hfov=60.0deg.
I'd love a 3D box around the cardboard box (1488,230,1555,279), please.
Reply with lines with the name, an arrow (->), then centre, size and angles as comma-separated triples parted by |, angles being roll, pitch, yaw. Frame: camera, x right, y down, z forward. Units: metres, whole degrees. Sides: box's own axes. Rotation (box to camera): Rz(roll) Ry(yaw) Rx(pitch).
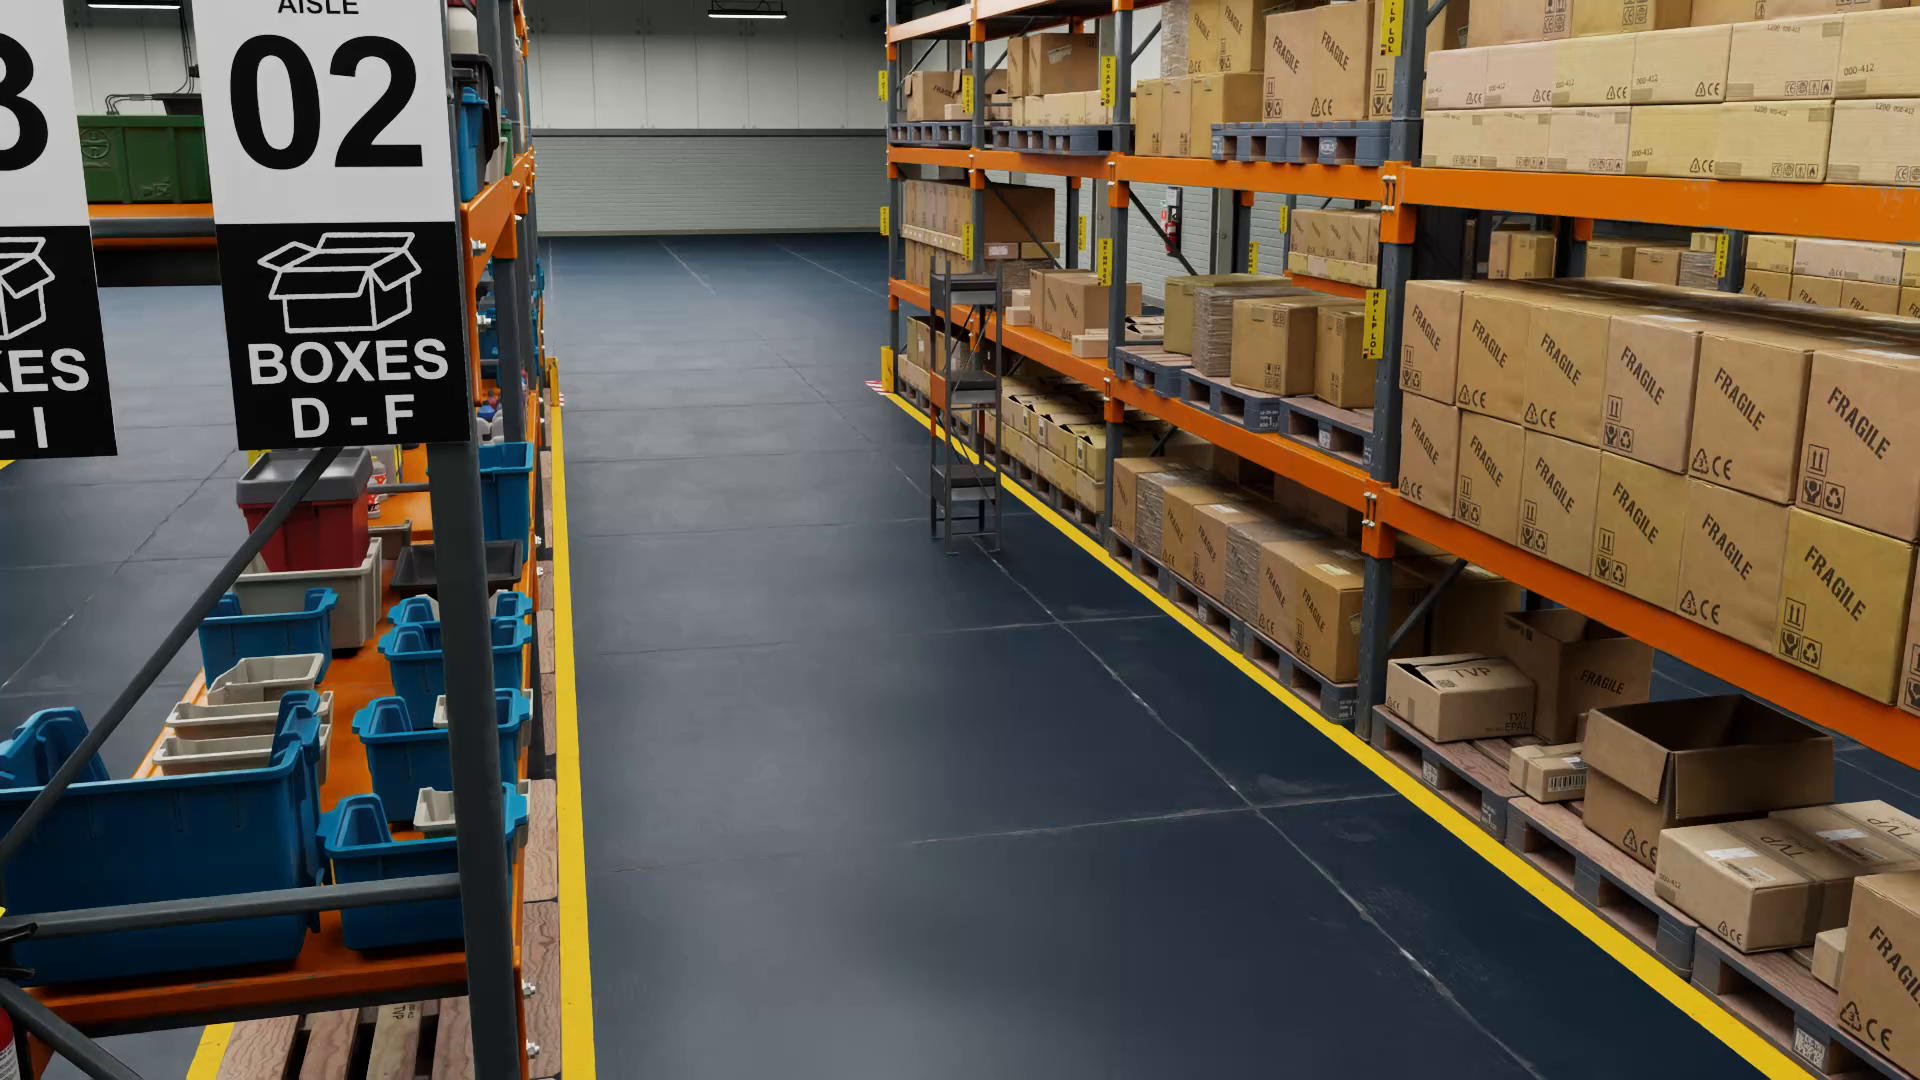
cardboard box -> 5.512, -2.752, 16.232 | 0.700, 0.500, 0.500 | -3, 14, -13

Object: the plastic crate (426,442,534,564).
plastic crate -> -1.884, -0.144, 6.602 | 0.392, 0.384, 0.575 | -3, 14, -13

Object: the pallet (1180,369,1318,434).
pallet -> 2.012, -0.867, 10.061 | 1.003, 0.211, 1.213 | -3, 14, -13

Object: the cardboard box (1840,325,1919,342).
cardboard box -> 3.339, -0.451, 5.634 | 0.500, 0.500, 0.500 | -3, 14, -12

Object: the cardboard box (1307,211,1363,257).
cardboard box -> 4.412, -3.591, 19.500 | 0.500, 0.500, 0.500 | -3, 14, -13

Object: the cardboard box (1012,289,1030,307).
cardboard box -> 0.769, -2.148, 15.214 | 0.500, 0.250, 0.500 | -2, 14, -10

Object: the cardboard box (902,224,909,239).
cardboard box -> -0.445, -3.516, 18.919 | 0.380, 0.149, 0.250 | -3, 14, -14

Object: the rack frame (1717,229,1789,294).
rack frame -> 6.365, -1.686, 13.007 | 1.000, 3.000, 0.127 | -3, 14, -13

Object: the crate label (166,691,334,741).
crate label -> -1.897, 0.502, 4.480 | 0.396, 0.136, 0.243 | -3, 14, -13

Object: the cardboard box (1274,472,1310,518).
cardboard box -> 2.260, -0.321, 10.182 | 0.500, 0.250, 0.500 | -4, 14, -14

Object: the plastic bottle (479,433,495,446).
plastic bottle -> -2.103, -0.296, 7.421 | 0.144, 0.351, 0.185 | -3, 14, -13

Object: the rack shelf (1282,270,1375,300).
rack shelf -> 4.956, -2.721, 18.758 | 1.077, 0.370, 4.000 | -3, 14, -13

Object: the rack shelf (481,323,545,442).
rack shelf -> -3.735, -1.246, 12.721 | 1.077, 0.370, 4.000 | -3, 14, -13

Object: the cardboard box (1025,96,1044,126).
cardboard box -> 0.878, -3.651, 14.161 | 0.500, 0.250, 0.500 | -5, 15, -19

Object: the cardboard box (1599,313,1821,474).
cardboard box -> 2.691, -0.539, 5.997 | 0.500, 0.500, 0.500 | -3, 14, -11

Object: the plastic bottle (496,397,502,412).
plastic bottle -> -2.415, -0.664, 8.929 | 0.144, 0.351, 0.185 | -3, 14, -13

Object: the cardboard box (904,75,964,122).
cardboard box -> -0.197, -4.901, 18.450 | 0.797, 0.503, 0.637 | -2, 14, -9

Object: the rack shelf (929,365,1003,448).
rack shelf -> 0.039, -0.969, 12.025 | 0.431, 0.518, 0.480 | -3, 14, -13

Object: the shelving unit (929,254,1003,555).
shelving unit -> 0.039, -0.982, 12.022 | 0.431, 2.100, 0.503 | -3, 14, -13

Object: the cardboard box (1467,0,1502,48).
cardboard box -> 2.641, -2.368, 7.160 | 0.700, 0.500, 0.500 | -3, 14, -13

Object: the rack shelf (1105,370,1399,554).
rack shelf -> 2.020, -0.598, 10.071 | 1.077, 0.370, 4.000 | -3, 14, -13

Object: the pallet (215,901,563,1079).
pallet -> -1.825, 1.593, 5.461 | 1.003, 0.211, 1.213 | -3, 14, -13

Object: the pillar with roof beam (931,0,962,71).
pillar with roof beam -> -4.330, -11.629, 41.066 | 9.100, 9.000, 0.548 | -3, 14, -13

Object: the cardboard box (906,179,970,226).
cardboard box -> -0.219, -3.813, 18.768 | 0.700, 0.500, 0.500 | -3, 14, -13

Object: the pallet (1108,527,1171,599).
pallet -> 1.689, 0.120, 11.491 | 1.003, 0.211, 1.213 | -3, 14, -13

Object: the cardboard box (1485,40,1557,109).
cardboard box -> 2.482, -1.872, 6.712 | 0.500, 0.250, 0.500 | -3, 14, -13

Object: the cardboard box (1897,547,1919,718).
cardboard box -> 3.060, 0.300, 4.669 | 0.500, 0.500, 0.500 | -3, 14, -11

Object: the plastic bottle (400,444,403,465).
plastic bottle -> -2.906, -0.518, 8.497 | 0.097, 0.271, 0.097 | 0, 14, 0

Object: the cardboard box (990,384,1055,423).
cardboard box -> 0.579, -1.247, 14.940 | 0.500, 0.311, 0.500 | -3, 14, -14

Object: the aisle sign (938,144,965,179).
aisle sign -> -0.058, -4.549, 19.248 | 0.394, 0.787, 0.004 | -3, 14, -13

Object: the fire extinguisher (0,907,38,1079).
fire extinguisher -> -1.793, 0.991, 3.000 | 0.296, 0.674, 0.183 | -3, 14, -13

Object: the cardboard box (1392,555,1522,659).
cardboard box -> 2.613, 0.389, 8.854 | 0.500, 0.500, 0.500 | -4, 14, -16

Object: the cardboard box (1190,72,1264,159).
cardboard box -> 1.928, -2.578, 10.129 | 0.910, 0.500, 0.500 | -3, 14, -13

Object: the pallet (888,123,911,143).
pallet -> -0.187, -4.504, 18.409 | 1.003, 0.211, 1.213 | -3, 14, -13

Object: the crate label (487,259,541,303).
crate label -> -4.449, -2.587, 16.621 | 0.502, 0.435, 0.616 | -3, 14, -13

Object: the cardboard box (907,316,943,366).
cardboard box -> -0.299, -2.236, 18.586 | 0.500, 0.500, 0.500 | -3, 14, -13

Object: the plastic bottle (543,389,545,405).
plastic bottle -> -4.241, -1.448, 16.831 | 0.061, 0.283, 0.133 | -3, 14, -12

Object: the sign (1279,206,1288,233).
sign -> 3.959, -3.922, 20.335 | 0.100, 0.325, 0.005 | -3, 14, -13

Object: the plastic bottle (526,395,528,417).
plastic bottle -> -2.623, -0.819, 9.879 | 0.097, 0.201, 0.097 | 0, 14, 0

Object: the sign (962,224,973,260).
sign -> 0.072, -2.759, 15.411 | 0.100, 0.325, 0.005 | -3, 14, -13

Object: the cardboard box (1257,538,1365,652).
cardboard box -> 1.988, 0.302, 9.210 | 0.500, 0.500, 0.500 | -3, 14, -13

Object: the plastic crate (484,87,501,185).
plastic crate -> -1.607, -1.216, 5.014 | 0.437, 0.282, 0.530 | -3, 14, -13

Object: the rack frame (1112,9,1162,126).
rack frame -> 1.551, -4.323, 11.162 | 1.000, 3.000, 0.127 | -3, 14, -13

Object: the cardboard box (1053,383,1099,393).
cardboard box -> 1.113, -1.275, 15.054 | 0.500, 0.311, 0.500 | -3, 14, -12

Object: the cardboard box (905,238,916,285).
cardboard box -> -0.231, -3.195, 18.972 | 0.700, 0.500, 0.500 | -3, 14, -13

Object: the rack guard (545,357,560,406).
rack guard -> -5.080, -1.750, 18.537 | 1.175, 0.500, 0.348 | -3, 14, -13

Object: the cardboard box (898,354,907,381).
cardboard box -> -0.419, -1.987, 19.147 | 0.500, 0.250, 0.500 | -3, 14, -13

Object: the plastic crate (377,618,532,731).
plastic crate -> -1.433, 0.385, 4.757 | 0.416, 0.233, 0.300 | -3, 14, -13

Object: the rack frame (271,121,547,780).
rack frame -> -2.326, -0.211, 6.970 | 1.000, 3.000, 0.127 | -3, 14, -13

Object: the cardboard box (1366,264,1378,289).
cardboard box -> 4.777, -2.868, 18.122 | 0.500, 0.250, 0.500 | -3, 14, -13

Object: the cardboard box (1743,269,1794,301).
cardboard box -> 6.230, -1.762, 12.441 | 0.500, 0.500, 0.500 | -3, 14, -12

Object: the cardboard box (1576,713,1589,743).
cardboard box -> 3.046, 0.884, 7.569 | 0.380, 0.149, 0.250 | -3, 14, -13

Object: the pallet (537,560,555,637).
pallet -> -3.039, 0.400, 10.343 | 1.003, 0.211, 1.213 | -3, 14, -13

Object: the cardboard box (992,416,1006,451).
cardboard box -> 0.584, -0.975, 15.007 | 0.500, 0.250, 0.500 | -3, 14, -12

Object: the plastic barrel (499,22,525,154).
plastic barrel -> -3.247, -3.036, 11.157 | 0.600, 0.901, 0.600 | 0, 14, 0

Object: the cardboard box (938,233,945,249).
cardboard box -> -0.023, -3.100, 17.219 | 0.380, 0.149, 0.250 | -3, 14, -11

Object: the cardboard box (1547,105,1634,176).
cardboard box -> 2.593, -1.513, 6.297 | 0.500, 0.250, 0.500 | -3, 14, -13

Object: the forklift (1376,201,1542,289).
forklift -> 4.316, -1.883, 13.958 | 3.031, 2.935, 1.130 | -3, 14, -11
